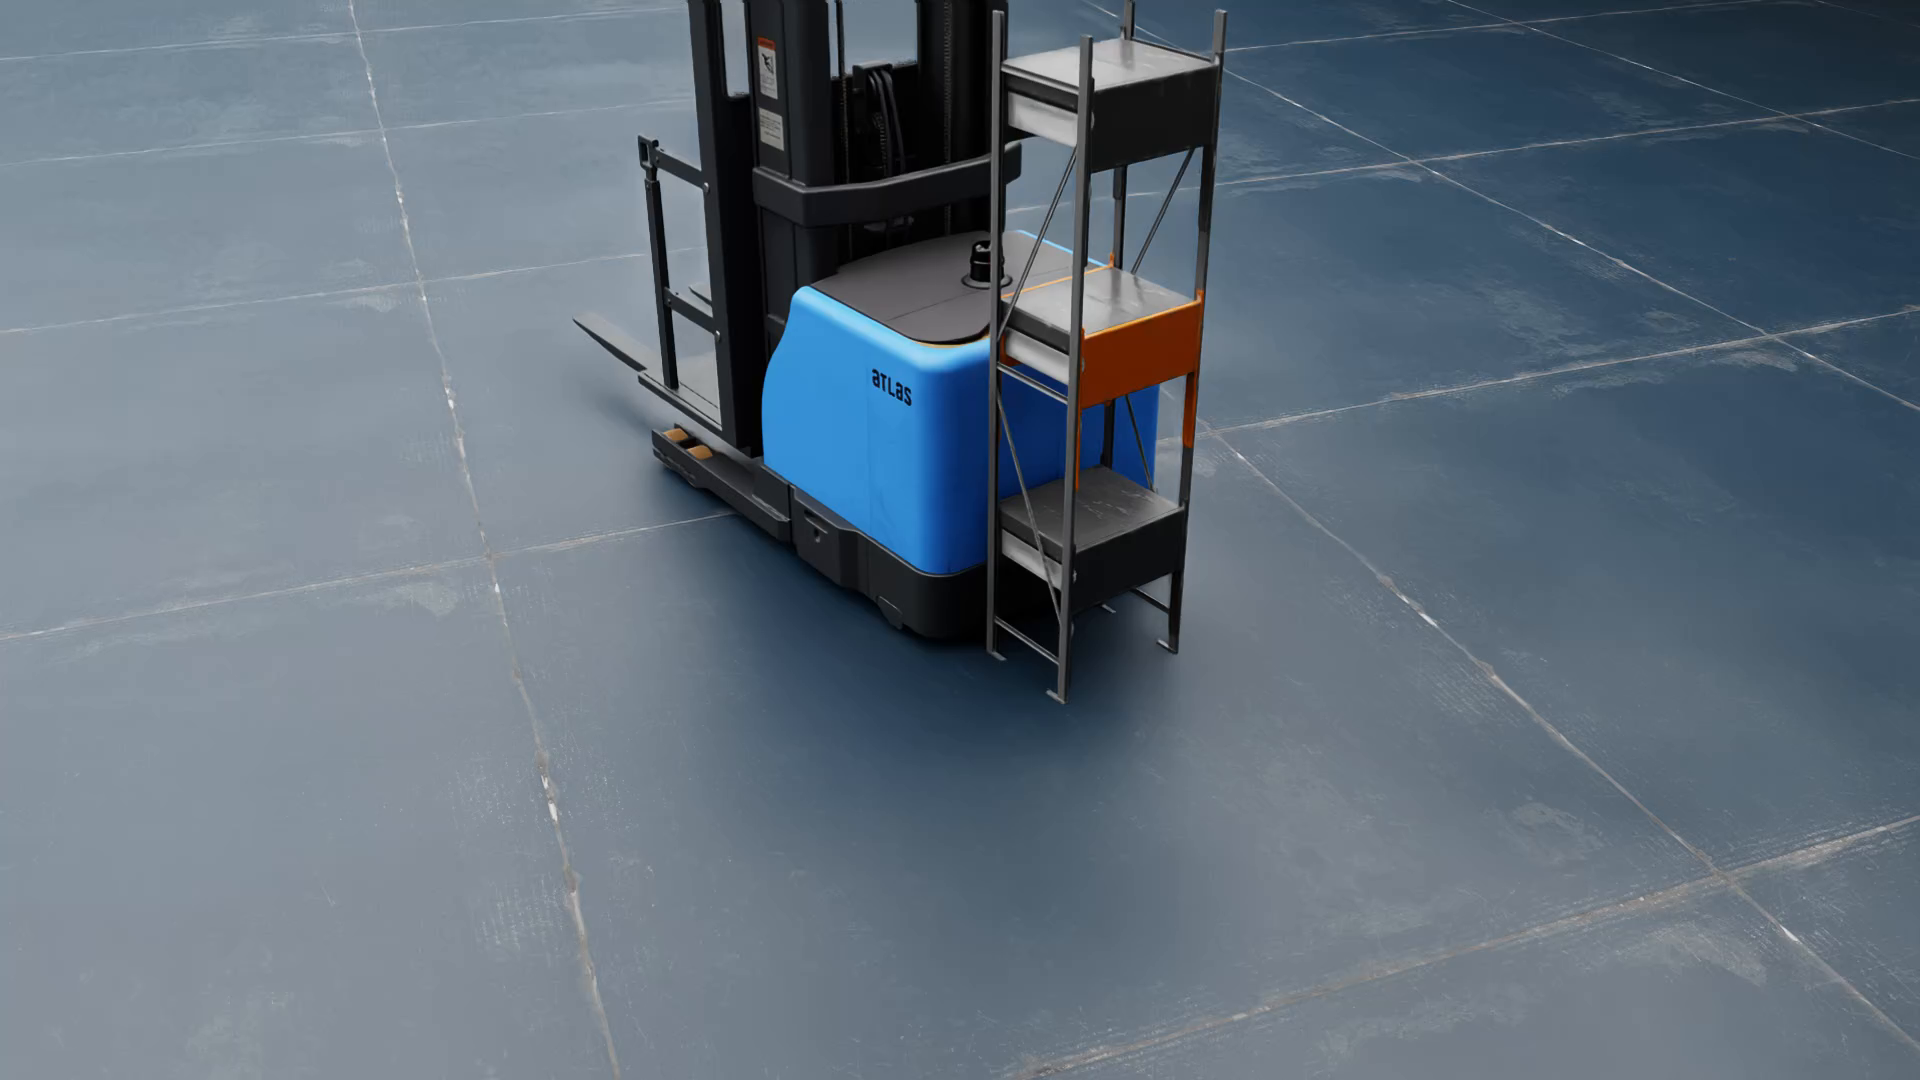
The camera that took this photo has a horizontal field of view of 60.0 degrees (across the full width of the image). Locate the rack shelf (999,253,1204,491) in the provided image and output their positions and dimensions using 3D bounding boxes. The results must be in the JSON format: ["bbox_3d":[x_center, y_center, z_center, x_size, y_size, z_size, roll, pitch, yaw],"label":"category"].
[{"bbox_3d":[0.410,-0.522,5.073,0.480,0.518,0.431,-21,36,-32],"label":"rack shelf"}]

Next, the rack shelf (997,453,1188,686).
[{"bbox_3d":[0.410,0.086,5.420,0.480,0.518,0.431,-21,36,-32],"label":"rack shelf"}]

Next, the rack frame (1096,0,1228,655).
[{"bbox_3d":[0.604,-0.608,5.196,0.015,2.100,0.400,-21,36,-32],"label":"rack frame"}]

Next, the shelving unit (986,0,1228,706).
[{"bbox_3d":[0.410,-0.534,5.067,0.503,2.100,0.431,-21,36,-32],"label":"shelving unit"}]

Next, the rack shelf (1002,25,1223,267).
[{"bbox_3d":[0.410,-1.131,4.727,0.480,0.518,0.431,-21,36,-32],"label":"rack shelf"}]

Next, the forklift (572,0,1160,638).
[{"bbox_3d":[-0.590,-1.614,6.123,1.130,2.935,3.031,-21,36,-32],"label":"forklift"}]

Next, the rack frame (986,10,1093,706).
[{"bbox_3d":[0.217,-0.461,4.937,0.015,2.100,0.400,-21,36,-32],"label":"rack frame"}]
